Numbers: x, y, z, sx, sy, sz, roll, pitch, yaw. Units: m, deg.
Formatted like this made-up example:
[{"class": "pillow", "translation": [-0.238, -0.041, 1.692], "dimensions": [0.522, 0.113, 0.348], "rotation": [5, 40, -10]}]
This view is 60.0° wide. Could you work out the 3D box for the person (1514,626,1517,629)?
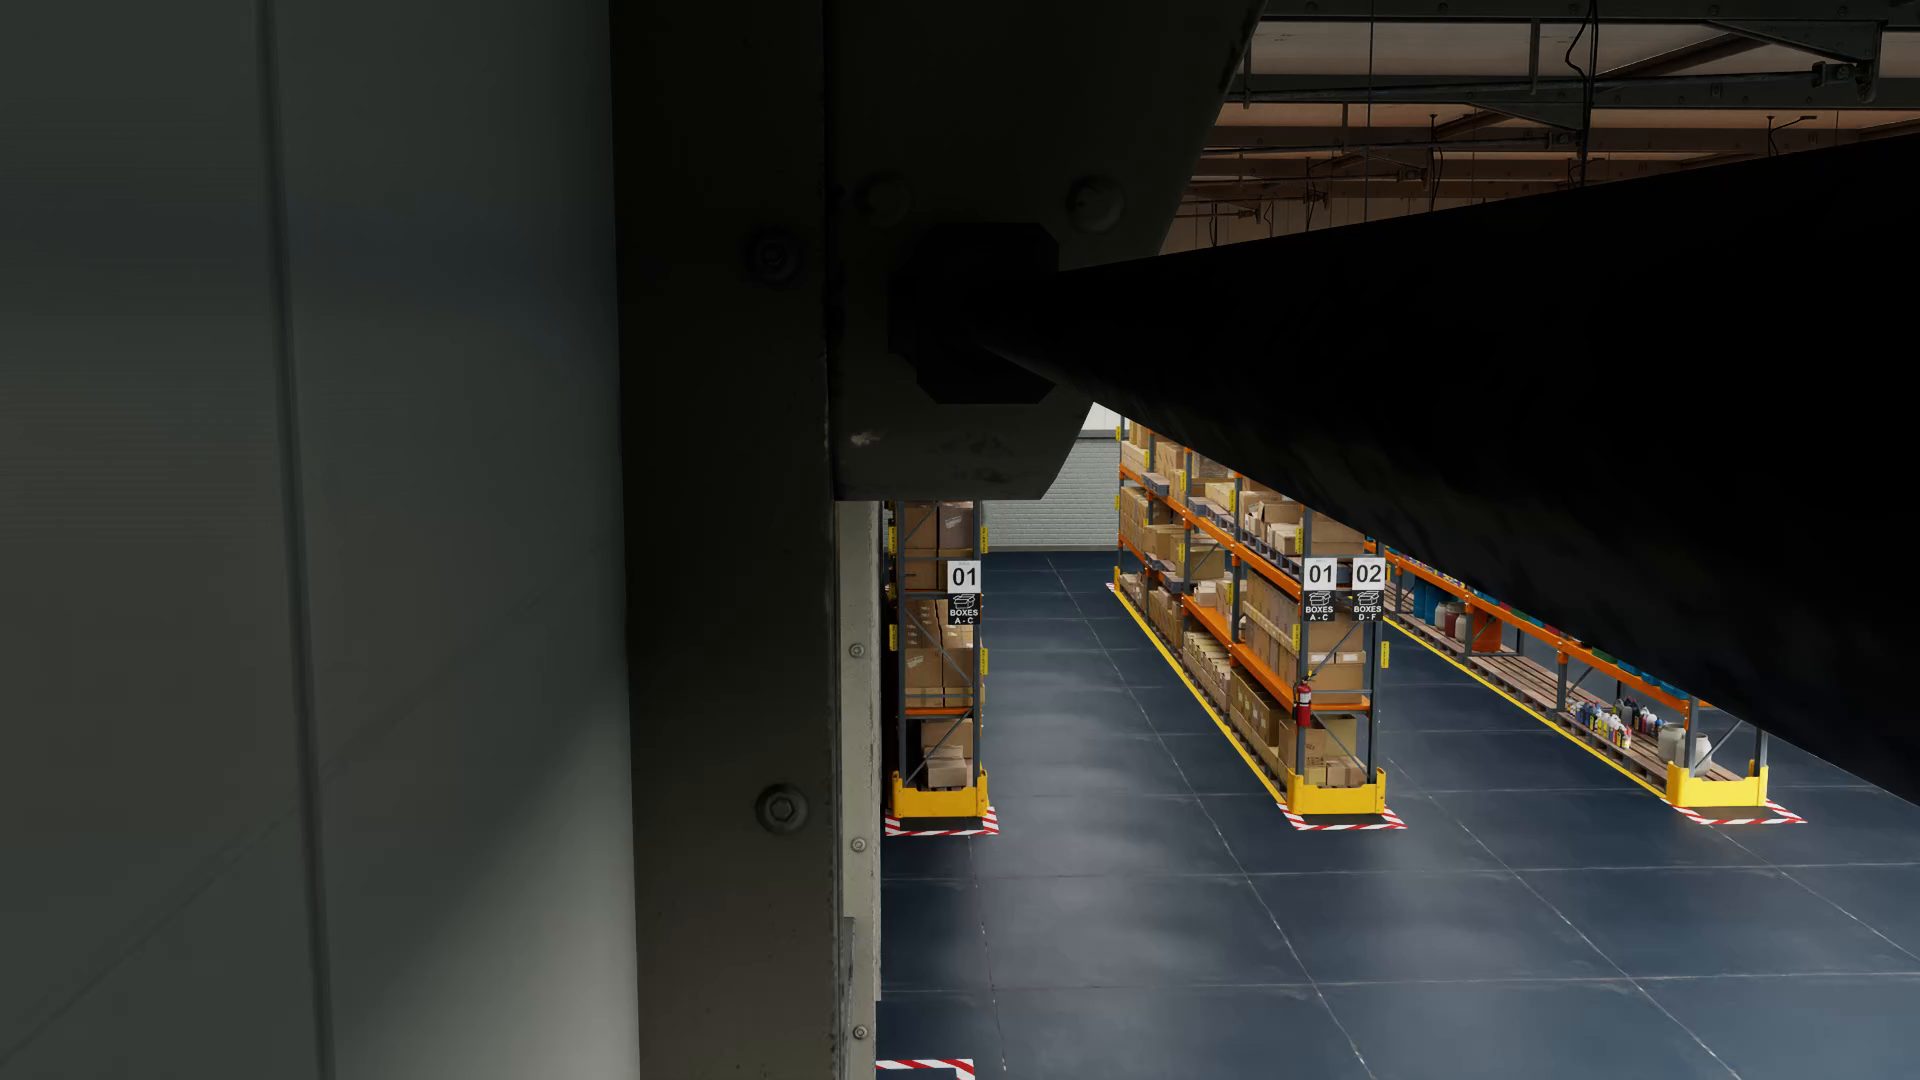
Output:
[{"class": "person", "translation": [10.738, 0.933, 32.194], "dimensions": [0.550, 1.588, 0.770], "rotation": [-1, 8, -10]}]
